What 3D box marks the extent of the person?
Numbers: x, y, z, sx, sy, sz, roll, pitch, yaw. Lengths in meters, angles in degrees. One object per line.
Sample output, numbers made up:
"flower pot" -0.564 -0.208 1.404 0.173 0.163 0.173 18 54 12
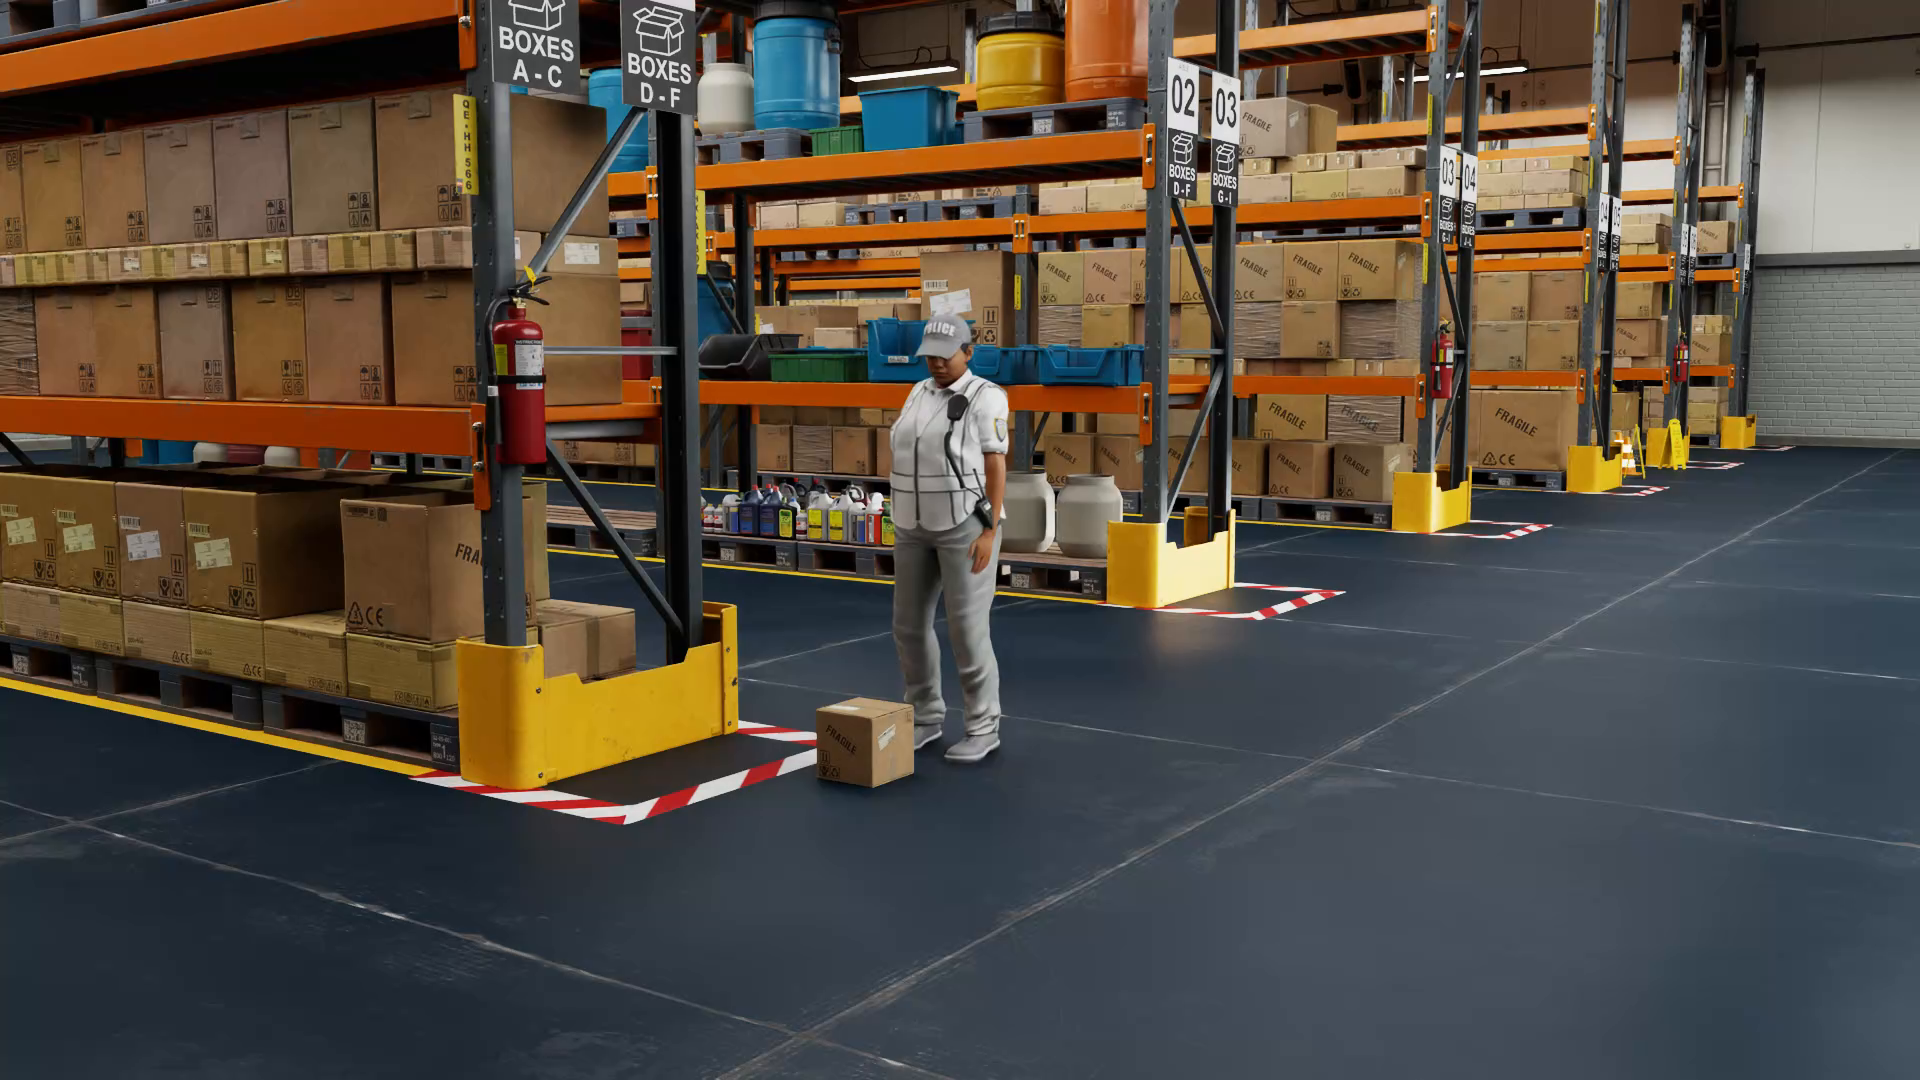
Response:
"person" -0.039 -0.017 6.225 0.473 1.657 0.382 4 8 35
